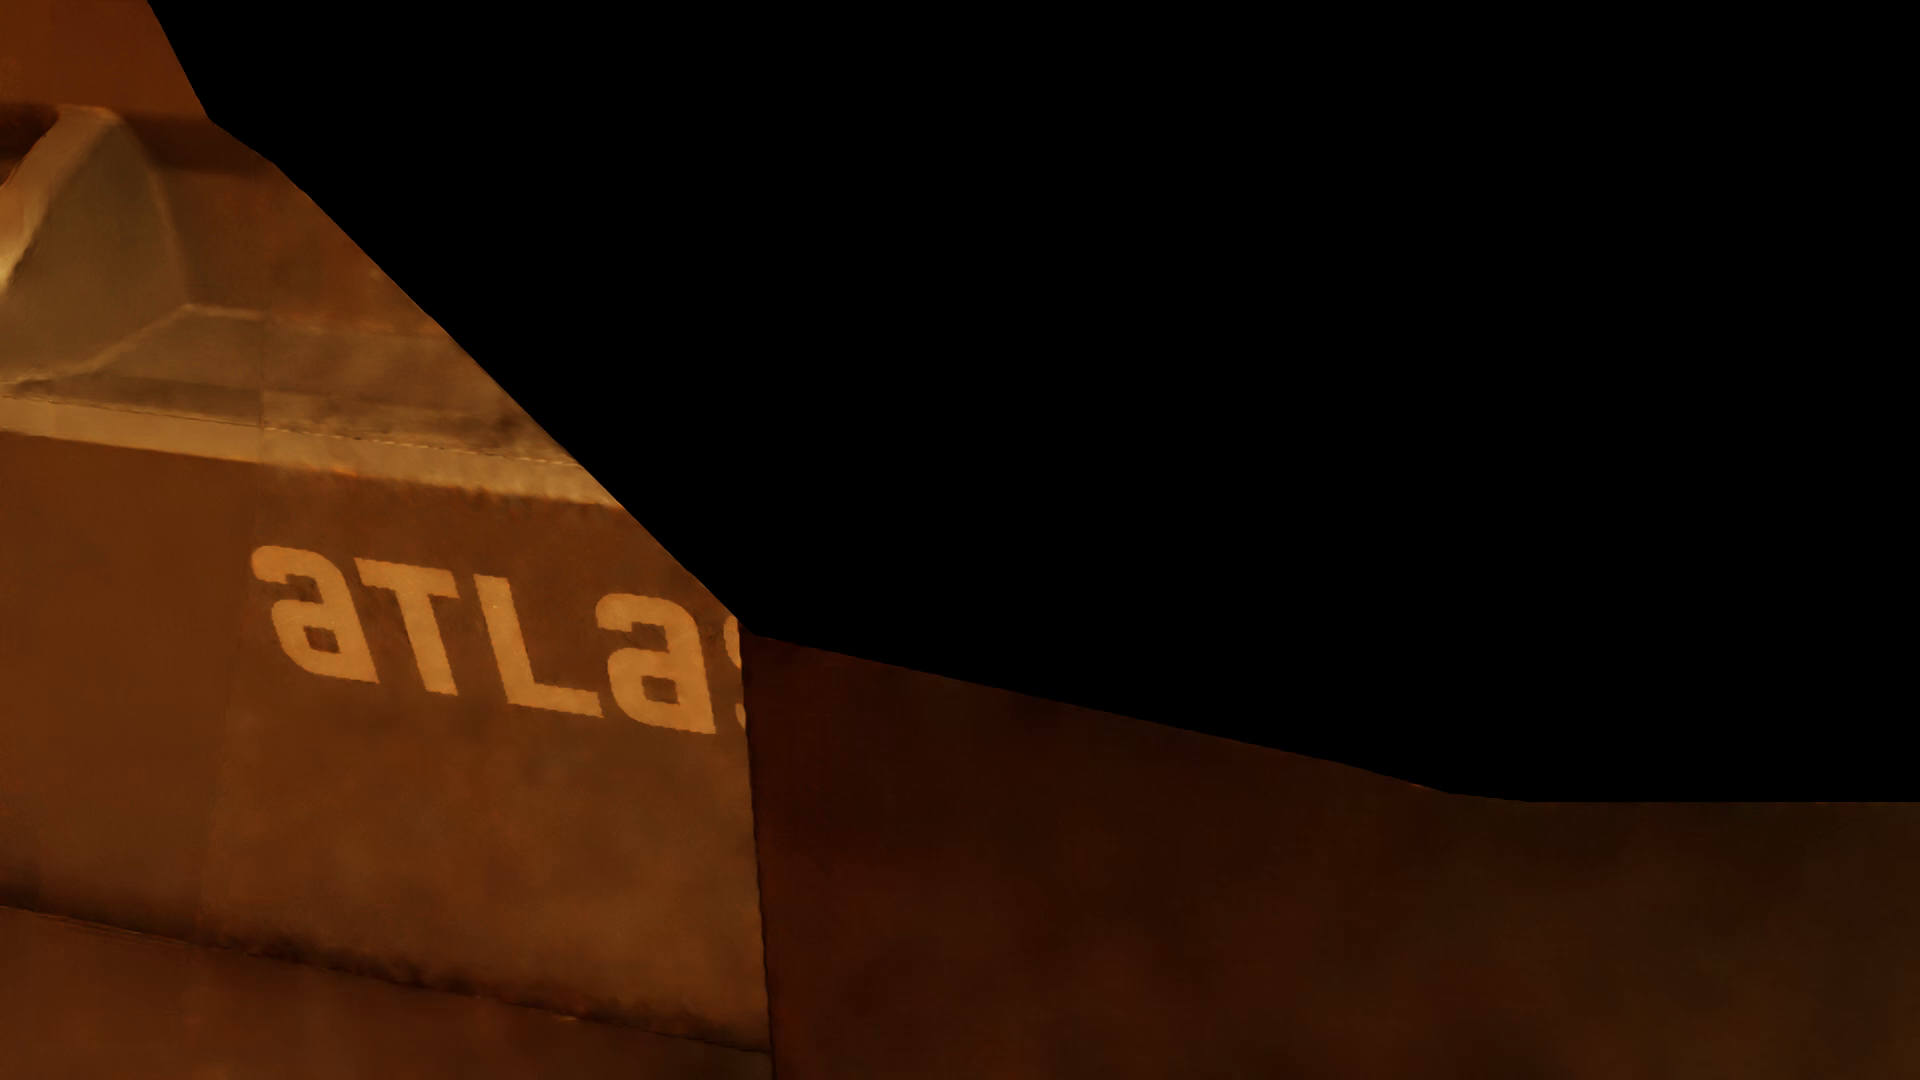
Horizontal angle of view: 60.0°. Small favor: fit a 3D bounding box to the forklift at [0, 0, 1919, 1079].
[{"bbox_3d":[-0.405,-0.401,0.243,1.130,2.935,3.031,7,30,12],"label":"forklift"}]
